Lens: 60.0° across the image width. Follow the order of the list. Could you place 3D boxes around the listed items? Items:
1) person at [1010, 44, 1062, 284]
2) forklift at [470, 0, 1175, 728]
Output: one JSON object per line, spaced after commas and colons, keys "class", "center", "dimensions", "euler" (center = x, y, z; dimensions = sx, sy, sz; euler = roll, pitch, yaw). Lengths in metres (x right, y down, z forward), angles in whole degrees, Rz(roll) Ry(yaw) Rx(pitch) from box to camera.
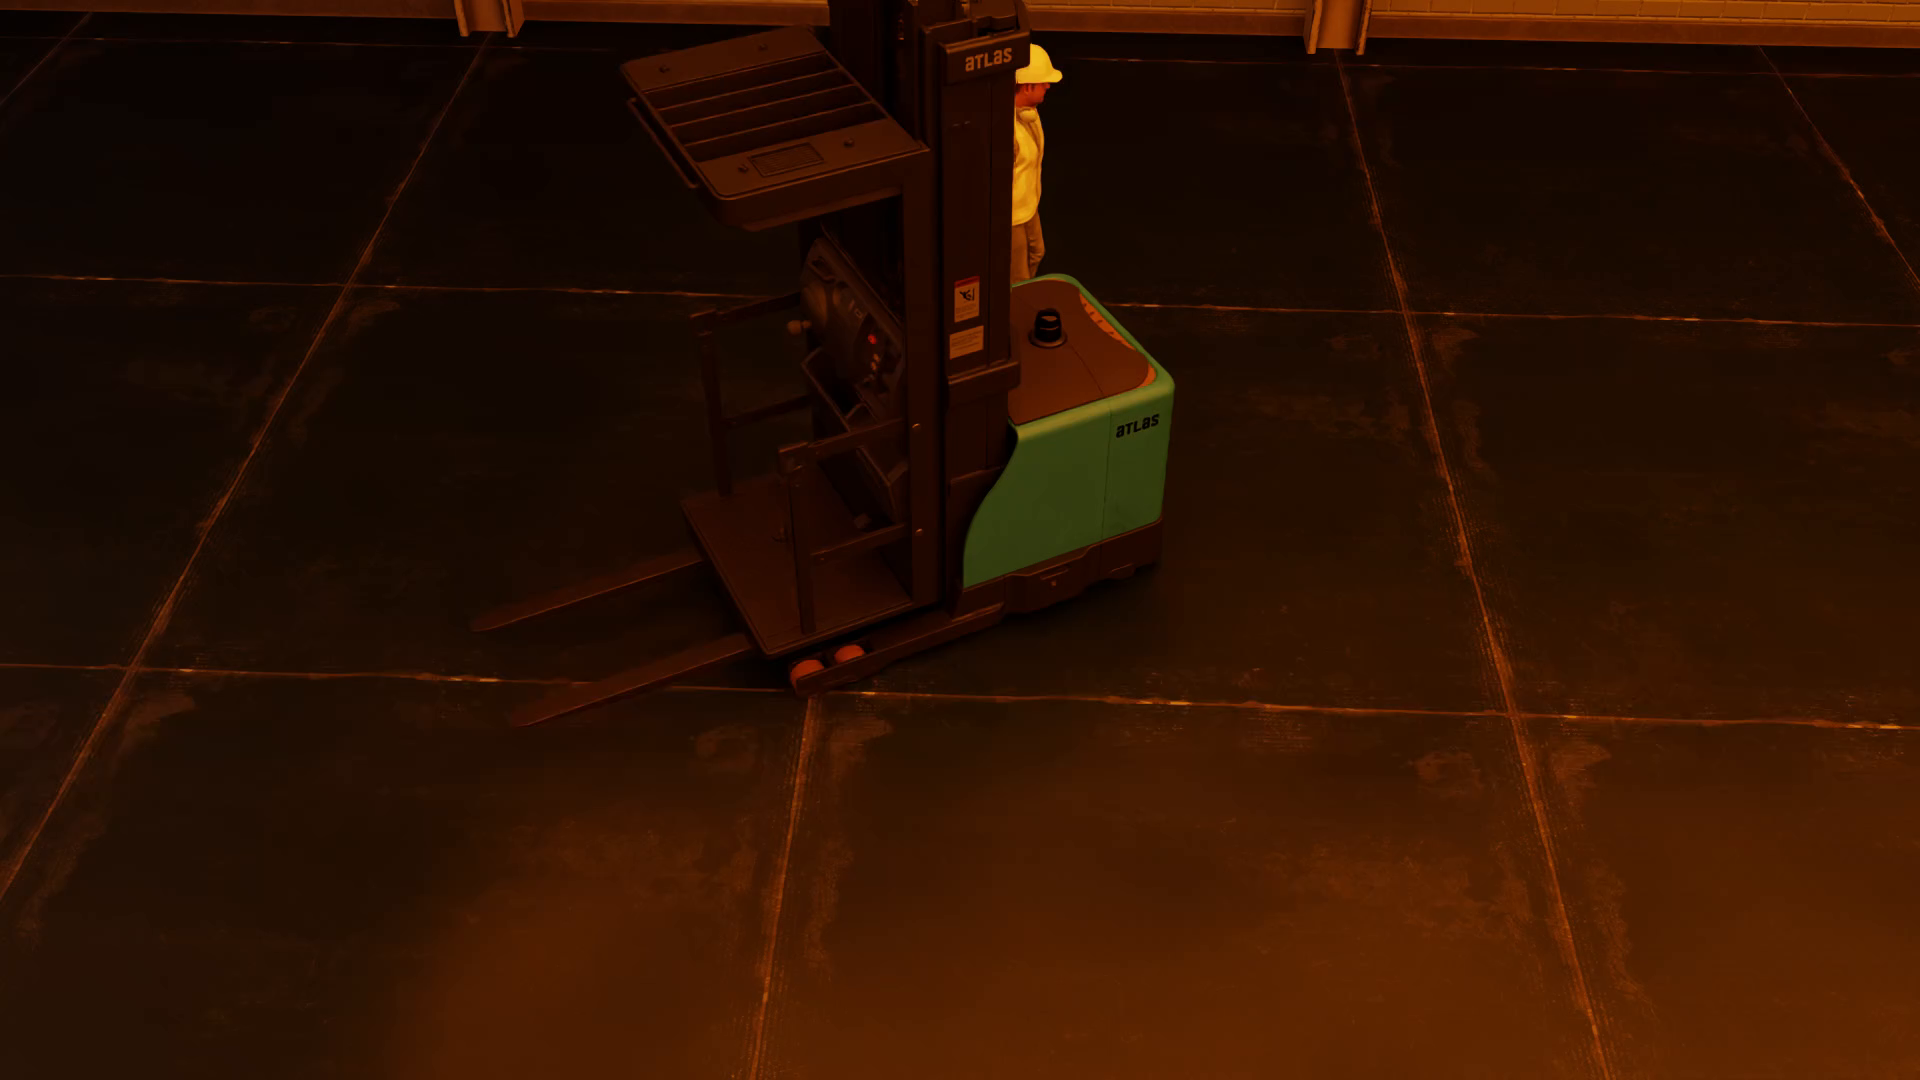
{"class": "person", "center": [0.278, -1.718, 8.507], "dimensions": [0.438, 1.746, 0.814], "euler": [10, 43, 10]}
{"class": "forklift", "center": [-0.619, -0.813, 6.633], "dimensions": [3.031, 2.935, 1.130], "euler": [-19, 46, -19]}
